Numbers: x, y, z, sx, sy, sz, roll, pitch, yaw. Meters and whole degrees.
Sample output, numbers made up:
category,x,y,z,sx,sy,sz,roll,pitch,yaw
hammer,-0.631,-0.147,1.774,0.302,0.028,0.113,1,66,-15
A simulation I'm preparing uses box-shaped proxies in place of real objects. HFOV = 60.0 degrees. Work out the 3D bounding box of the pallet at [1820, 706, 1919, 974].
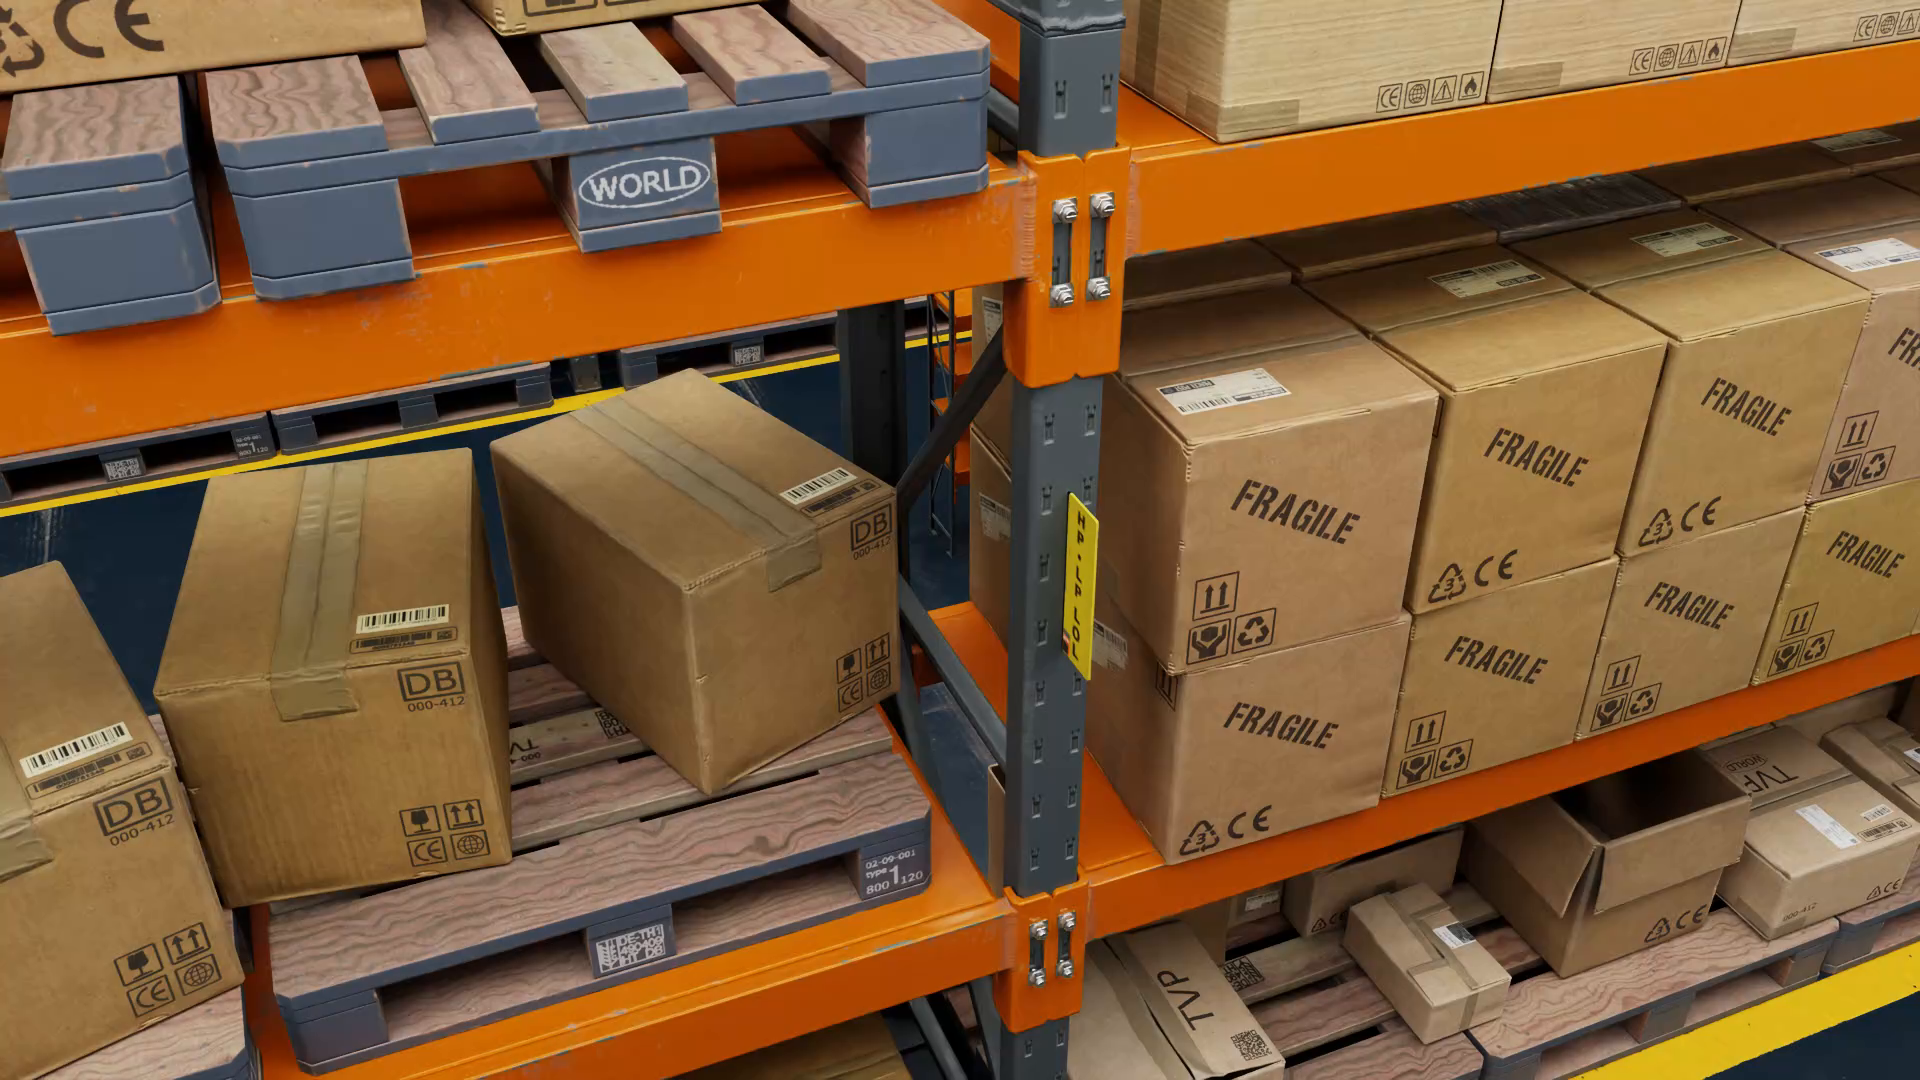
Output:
category,x,y,z,sx,sy,sz,roll,pitch,yaw
pallet,2.868,0.798,5.330,1.213,0.211,1.003,-13,35,-19

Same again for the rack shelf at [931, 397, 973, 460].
category,x,y,z,sx,sy,sz,roll,pitch,yaw
rack shelf,0.153,-0.481,6.513,0.480,0.148,0.258,-13,35,-19

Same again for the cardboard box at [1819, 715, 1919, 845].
category,x,y,z,sx,sy,sz,roll,pitch,yaw
cardboard box,2.858,0.727,5.077,0.250,0.166,0.380,-13,35,-19

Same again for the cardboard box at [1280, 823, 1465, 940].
category,x,y,z,sx,sy,sz,roll,pitch,yaw
cardboard box,1.092,0.810,4.816,0.500,0.311,0.500,-13,35,-19

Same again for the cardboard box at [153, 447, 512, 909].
category,x,y,z,sx,sy,sz,roll,pitch,yaw
cardboard box,-1.148,0.236,3.160,0.500,0.500,0.700,-8,34,-11

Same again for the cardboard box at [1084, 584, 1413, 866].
category,x,y,z,sx,sy,sz,roll,pitch,yaw
cardboard box,0.560,0.277,3.483,0.500,0.500,0.500,-12,35,-18

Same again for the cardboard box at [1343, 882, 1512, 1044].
category,x,y,z,sx,sy,sz,roll,pitch,yaw
cardboard box,1.249,1.125,4.465,0.250,0.166,0.380,-13,35,-19

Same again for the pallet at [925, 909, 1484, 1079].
category,x,y,z,sx,sy,sz,roll,pitch,yaw
pallet,0.618,1.314,4.538,1.213,0.211,1.003,-13,35,-19

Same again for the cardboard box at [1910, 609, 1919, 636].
category,x,y,z,sx,sy,sz,roll,pitch,yaw
cardboard box,2.426,-0.152,4.142,0.500,0.500,0.500,-13,35,-19

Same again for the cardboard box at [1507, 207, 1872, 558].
category,x,y,z,sx,sy,sz,roll,pitch,yaw
cardboard box,1.478,-0.347,3.525,0.500,0.500,0.500,-14,36,-20

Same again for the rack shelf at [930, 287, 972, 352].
category,x,y,z,sx,sy,sz,roll,pitch,yaw
rack shelf,0.153,-0.867,6.262,0.480,0.148,0.258,-13,35,-19

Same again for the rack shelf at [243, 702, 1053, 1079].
category,x,y,z,sx,sy,sz,roll,pitch,yaw
rack shelf,-1.860,1.013,3.102,4.000,0.370,1.077,-13,35,-19

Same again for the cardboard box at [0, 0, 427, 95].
category,x,y,z,sx,sy,sz,roll,pitch,yaw
cardboard box,-1.116,-1.006,2.227,0.600,0.600,0.600,-13,35,-19

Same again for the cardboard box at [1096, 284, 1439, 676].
category,x,y,z,sx,sy,sz,roll,pitch,yaw
cardboard box,0.528,-0.130,3.191,0.500,0.500,0.500,-12,35,-18

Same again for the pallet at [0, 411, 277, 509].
category,x,y,z,sx,sy,sz,roll,pitch,yaw
pallet,-3.745,-0.572,7.435,1.213,0.211,1.003,-13,35,-19

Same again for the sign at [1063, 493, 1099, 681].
category,x,y,z,sx,sy,sz,roll,pitch,yaw
sign,0.203,0.082,2.812,0.005,0.325,0.100,-13,35,-19

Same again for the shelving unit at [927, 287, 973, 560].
category,x,y,z,sx,sy,sz,roll,pitch,yaw
shelving unit,0.153,-0.538,6.476,0.503,1.200,0.258,-13,35,-19

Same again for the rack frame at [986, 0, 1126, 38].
category,x,y,z,sx,sy,sz,roll,pitch,yaw
rack frame,-0.015,-2.225,1.919,0.127,3.000,1.000,-13,35,-19

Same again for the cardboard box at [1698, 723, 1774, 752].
category,x,y,z,sx,sy,sz,roll,pitch,yaw
cardboard box,2.139,0.596,5.201,0.500,0.250,0.500,-13,35,-19

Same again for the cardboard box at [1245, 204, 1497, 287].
category,x,y,z,sx,sy,sz,roll,pitch,yaw
cardboard box,0.822,-0.518,3.788,0.500,0.500,0.500,-14,35,-20

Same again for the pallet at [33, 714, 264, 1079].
category,x,y,z,sx,sy,sz,roll,pitch,yaw
pallet,-1.912,0.801,2.944,1.213,0.211,1.003,-13,35,-19

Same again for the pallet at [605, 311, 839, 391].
category,x,y,z,sx,sy,sz,roll,pitch,yaw
pallet,-1.205,-1.153,8.329,1.213,0.211,1.003,-13,35,-19

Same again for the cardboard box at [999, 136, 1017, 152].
category,x,y,z,sx,sy,sz,roll,pitch,yaw
cardboard box,0.251,-2.161,8.632,0.250,0.149,0.380,-12,35,-18

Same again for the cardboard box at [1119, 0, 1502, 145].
category,x,y,z,sx,sy,sz,roll,pitch,yaw
cardboard box,0.529,-0.884,2.745,0.500,0.250,0.500,-13,35,-19

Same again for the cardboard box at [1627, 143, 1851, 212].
category,x,y,z,sx,sy,sz,roll,pitch,yaw
cardboard box,1.751,-0.730,4.113,0.500,0.500,0.500,-13,35,-19

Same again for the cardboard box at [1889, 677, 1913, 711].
category,x,y,z,sx,sy,sz,roll,pitch,yaw
cardboard box,2.923,0.416,5.555,0.250,0.166,0.380,-13,35,-19

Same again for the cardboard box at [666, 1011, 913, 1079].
category,x,y,z,sx,sy,sz,roll,pitch,yaw
cardboard box,-0.360,1.401,3.735,0.500,0.500,0.500,-13,35,-19

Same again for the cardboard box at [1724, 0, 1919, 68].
category,x,y,z,sx,sy,sz,roll,pitch,yaw
cardboard box,1.453,-1.092,3.065,0.500,0.250,0.500,-13,35,-19

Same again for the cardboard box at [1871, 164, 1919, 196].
category,x,y,z,sx,sy,sz,roll,pitch,yaw
cardboard box,2.427,-0.565,3.860,0.500,0.500,0.500,-12,35,-18

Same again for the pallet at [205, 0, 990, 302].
category,x,y,z,sx,sy,sz,roll,pitch,yaw
pallet,-0.644,-0.787,2.631,1.003,0.211,1.213,-13,35,-19

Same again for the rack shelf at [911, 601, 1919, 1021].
category,x,y,z,sx,sy,sz,roll,pitch,yaw
rack shelf,1.829,0.168,4.400,4.000,0.370,1.077,-13,35,-19

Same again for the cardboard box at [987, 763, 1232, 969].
category,x,y,z,sx,sy,sz,roll,pitch,yaw
cardboard box,0.400,0.890,4.521,0.500,0.500,0.500,-13,35,-19

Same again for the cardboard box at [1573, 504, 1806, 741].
category,x,y,z,sx,sy,sz,roll,pitch,yaw
cardboard box,1.493,0.062,3.812,0.500,0.500,0.500,-13,35,-19
